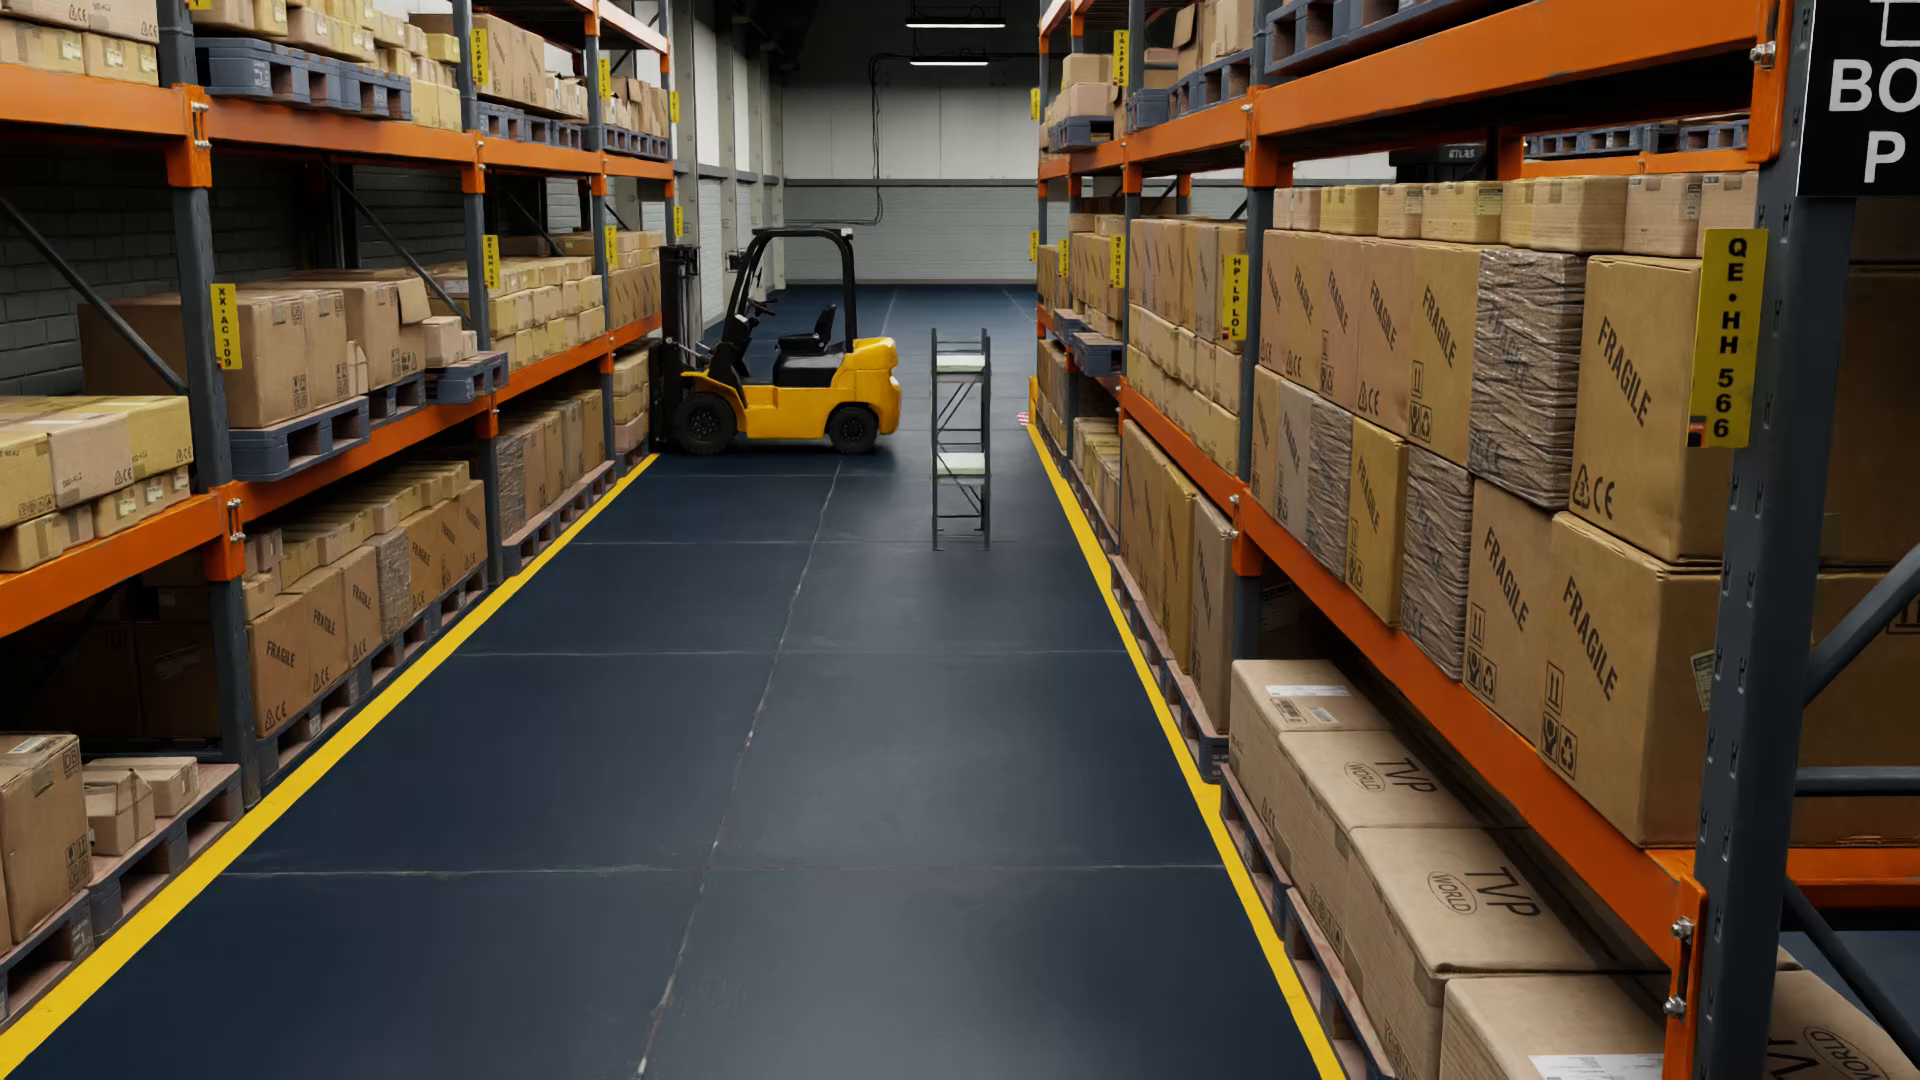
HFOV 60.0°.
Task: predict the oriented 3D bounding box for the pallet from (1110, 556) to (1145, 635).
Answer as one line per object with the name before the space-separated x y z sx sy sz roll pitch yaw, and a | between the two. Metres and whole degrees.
pallet | 1.466 0.318 9.959 1.003 0.211 1.213 0 11 -1

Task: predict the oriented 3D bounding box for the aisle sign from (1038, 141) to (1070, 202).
aisle sign | 1.048 -4.081 18.090 0.394 0.787 0.004 0 11 -1

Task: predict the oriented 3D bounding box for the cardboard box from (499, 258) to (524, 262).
cardboard box | -3.774 -2.222 13.584 0.380 0.149 0.250 -1 11 -3

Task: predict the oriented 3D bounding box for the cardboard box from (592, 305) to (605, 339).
cardboard box | -3.248 -1.807 13.797 0.500 0.250 0.500 0 11 0

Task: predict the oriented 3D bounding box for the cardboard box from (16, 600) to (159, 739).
cardboard box | -3.661 0.534 7.114 0.500 0.500 0.500 0 11 -1

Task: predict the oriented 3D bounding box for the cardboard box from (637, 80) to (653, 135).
cardboard box | -3.429 -4.257 16.396 0.700 0.500 0.500 0 11 -1

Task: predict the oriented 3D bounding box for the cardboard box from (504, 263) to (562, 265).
cardboard box | -3.235 -2.025 12.615 0.380 0.149 0.250 0 11 -1

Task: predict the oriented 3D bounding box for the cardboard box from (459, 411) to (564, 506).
cardboard box | -3.472 -0.614 12.457 0.875 0.625 0.625 -1 11 -4

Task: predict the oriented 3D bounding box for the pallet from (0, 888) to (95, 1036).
pallet | -3.314 1.357 4.838 1.003 0.211 1.213 0 11 -1

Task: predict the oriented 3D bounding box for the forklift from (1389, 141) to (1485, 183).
forklift | 3.962 -1.518 12.172 3.031 2.935 1.130 -1 12 -6

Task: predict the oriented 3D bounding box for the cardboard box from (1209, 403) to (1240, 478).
cardboard box | 1.346 -0.425 6.986 0.500 0.250 0.500 -1 11 -3

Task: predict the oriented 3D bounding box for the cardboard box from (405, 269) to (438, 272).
cardboard box | -3.783 -1.767 11.340 0.380 0.149 0.250 0 11 -2

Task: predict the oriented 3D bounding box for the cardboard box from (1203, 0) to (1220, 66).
cardboard box | 1.735 -2.734 9.140 0.700 0.500 0.500 -1 11 -4

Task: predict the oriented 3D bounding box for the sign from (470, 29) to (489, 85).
sign | -2.895 -2.909 10.011 0.100 0.325 0.005 0 11 -1

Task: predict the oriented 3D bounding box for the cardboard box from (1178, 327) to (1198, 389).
cardboard box | 1.321 -0.871 7.926 0.500 0.250 0.500 0 11 0

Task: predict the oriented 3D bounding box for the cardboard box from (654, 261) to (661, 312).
cardboard box | -3.329 -2.623 17.195 0.500 0.500 0.500 0 11 1

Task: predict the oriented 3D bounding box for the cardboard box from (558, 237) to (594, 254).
cardboard box | -3.344 -2.608 14.739 0.380 0.149 0.250 0 11 0

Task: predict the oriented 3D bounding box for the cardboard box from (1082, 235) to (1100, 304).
cardboard box | 1.194 -2.007 12.350 0.500 0.500 0.500 -1 11 -3

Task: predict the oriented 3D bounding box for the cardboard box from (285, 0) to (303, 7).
cardboard box | -2.962 -2.301 6.889 0.380 0.149 0.250 0 11 -2

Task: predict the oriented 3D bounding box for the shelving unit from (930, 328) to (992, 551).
shelving unit | 0.000 -0.736 11.917 0.431 1.500 0.755 0 11 -1

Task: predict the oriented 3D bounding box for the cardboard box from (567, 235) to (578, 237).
cardboard box | -3.823 -2.809 15.729 0.380 0.149 0.250 0 11 -2

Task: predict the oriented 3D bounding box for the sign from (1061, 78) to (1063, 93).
sign | 0.900 -3.720 14.007 0.100 0.325 0.005 0 11 -1

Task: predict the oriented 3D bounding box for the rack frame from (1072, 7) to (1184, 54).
rack frame | 1.442 -4.941 13.779 1.000 3.000 0.127 0 11 -1

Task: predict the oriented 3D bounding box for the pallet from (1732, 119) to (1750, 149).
pallet | 6.379 -2.973 12.101 1.003 0.211 1.213 0 11 1

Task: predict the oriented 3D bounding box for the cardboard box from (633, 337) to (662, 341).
cardboard box | -3.282 -2.032 17.878 0.500 0.250 0.500 0 11 1

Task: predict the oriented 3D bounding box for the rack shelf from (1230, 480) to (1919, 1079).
rack shelf | 1.649 0.340 4.648 1.077 0.370 4.000 0 11 -1

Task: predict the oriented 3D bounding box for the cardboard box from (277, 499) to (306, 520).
cardboard box | -3.658 -0.121 8.711 0.380 0.149 0.250 0 11 -1

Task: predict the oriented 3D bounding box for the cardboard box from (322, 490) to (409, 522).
cardboard box | -3.210 -0.177 8.985 0.380 0.149 0.250 0 11 -2

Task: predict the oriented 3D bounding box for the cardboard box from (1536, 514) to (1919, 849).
cardboard box | 1.416 0.241 3.074 0.500 0.500 0.500 0 11 -1

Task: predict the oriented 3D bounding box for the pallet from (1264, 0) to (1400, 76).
pallet | 1.614 -1.674 5.445 1.003 0.211 1.213 0 11 -1

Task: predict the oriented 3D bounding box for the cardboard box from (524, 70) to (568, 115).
cardboard box | -3.246 -3.365 12.473 0.500 0.311 0.500 -1 11 -3

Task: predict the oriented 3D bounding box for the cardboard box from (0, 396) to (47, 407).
cardboard box | -3.615 -0.362 5.927 0.500 0.250 0.500 0 11 -2

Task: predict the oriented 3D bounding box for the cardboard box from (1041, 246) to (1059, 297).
cardboard box | 1.106 -2.792 17.278 0.500 0.500 0.500 0 11 1

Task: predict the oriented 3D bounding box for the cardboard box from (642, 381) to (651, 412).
cardboard box | -3.233 -1.380 15.919 0.500 0.250 0.500 0 11 -2

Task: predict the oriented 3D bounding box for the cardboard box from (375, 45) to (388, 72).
cardboard box | -3.220 -2.504 8.686 0.380 0.149 0.250 0 11 -1

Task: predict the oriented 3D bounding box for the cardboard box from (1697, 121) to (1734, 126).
cardboard box | 6.722 -3.716 14.613 0.380 0.149 0.250 0 11 -2

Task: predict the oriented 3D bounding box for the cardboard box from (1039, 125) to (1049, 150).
cardboard box | 1.104 -4.237 17.483 0.500 0.250 0.500 0 11 -2

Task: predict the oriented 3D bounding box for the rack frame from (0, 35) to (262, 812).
rack frame | -3.355 -0.389 6.432 1.000 3.000 0.127 0 11 -1

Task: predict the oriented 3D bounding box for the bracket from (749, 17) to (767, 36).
bracket | -4.569 -11.514 37.127 0.076 0.066 4.783 0 11 -1

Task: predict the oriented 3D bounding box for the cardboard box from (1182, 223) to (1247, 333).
cardboard box | 1.338 -1.241 7.864 0.500 0.500 0.500 0 11 1

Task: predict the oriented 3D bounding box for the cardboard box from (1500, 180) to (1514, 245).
cardboard box | 1.465 -0.746 3.796 0.380 0.149 0.250 0 11 -2

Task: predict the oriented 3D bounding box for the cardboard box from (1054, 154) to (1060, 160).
cardboard box | 1.119 -3.766 16.166 0.380 0.149 0.250 -1 11 -3

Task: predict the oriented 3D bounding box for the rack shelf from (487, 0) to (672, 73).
rack shelf | -3.562 -4.768 15.745 1.077 0.370 4.000 0 11 -1

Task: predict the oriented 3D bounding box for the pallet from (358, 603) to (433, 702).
pallet | -3.438 0.573 8.704 1.003 0.211 1.213 0 11 -1

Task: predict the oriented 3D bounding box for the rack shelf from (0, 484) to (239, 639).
rack shelf | -3.314 0.361 4.544 1.077 0.370 4.000 0 11 -1

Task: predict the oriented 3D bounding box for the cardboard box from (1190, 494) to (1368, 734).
cardboard box | 1.515 0.302 7.312 0.875 0.875 0.875 0 11 1

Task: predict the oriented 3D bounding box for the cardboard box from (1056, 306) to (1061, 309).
cardboard box | 1.107 -2.142 15.704 0.380 0.149 0.250 0 11 -2

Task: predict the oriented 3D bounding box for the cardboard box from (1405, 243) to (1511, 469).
cardboard box | 1.395 -0.451 3.971 0.500 0.500 0.500 0 11 -1

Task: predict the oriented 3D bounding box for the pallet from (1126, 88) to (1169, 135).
pallet | 1.591 -2.455 9.546 1.213 0.211 1.003 0 11 1

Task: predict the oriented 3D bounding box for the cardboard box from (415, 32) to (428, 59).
cardboard box | -3.235 -2.802 9.408 0.380 0.149 0.250 -1 11 -3

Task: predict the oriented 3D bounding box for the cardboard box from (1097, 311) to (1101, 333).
cardboard box | 1.158 -1.505 11.509 0.380 0.149 0.250 -1 11 -4

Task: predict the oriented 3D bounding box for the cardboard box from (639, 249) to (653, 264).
cardboard box | -3.265 -2.819 16.525 0.380 0.149 0.250 0 11 -1

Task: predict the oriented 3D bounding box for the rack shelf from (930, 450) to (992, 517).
rack shelf | 0.000 -0.417 11.981 0.431 0.370 0.720 0 11 -1

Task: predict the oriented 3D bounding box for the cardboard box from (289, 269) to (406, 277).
cardboard box | -3.583 -1.336 9.792 0.500 0.500 0.500 0 11 2

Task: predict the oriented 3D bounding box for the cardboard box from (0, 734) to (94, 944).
cardboard box | -3.190 0.927 5.176 0.700 0.500 0.500 -1 11 -3

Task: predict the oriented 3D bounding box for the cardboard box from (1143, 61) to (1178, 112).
cardboard box | 1.515 -2.913 11.076 0.700 0.500 0.500 0 11 -1
